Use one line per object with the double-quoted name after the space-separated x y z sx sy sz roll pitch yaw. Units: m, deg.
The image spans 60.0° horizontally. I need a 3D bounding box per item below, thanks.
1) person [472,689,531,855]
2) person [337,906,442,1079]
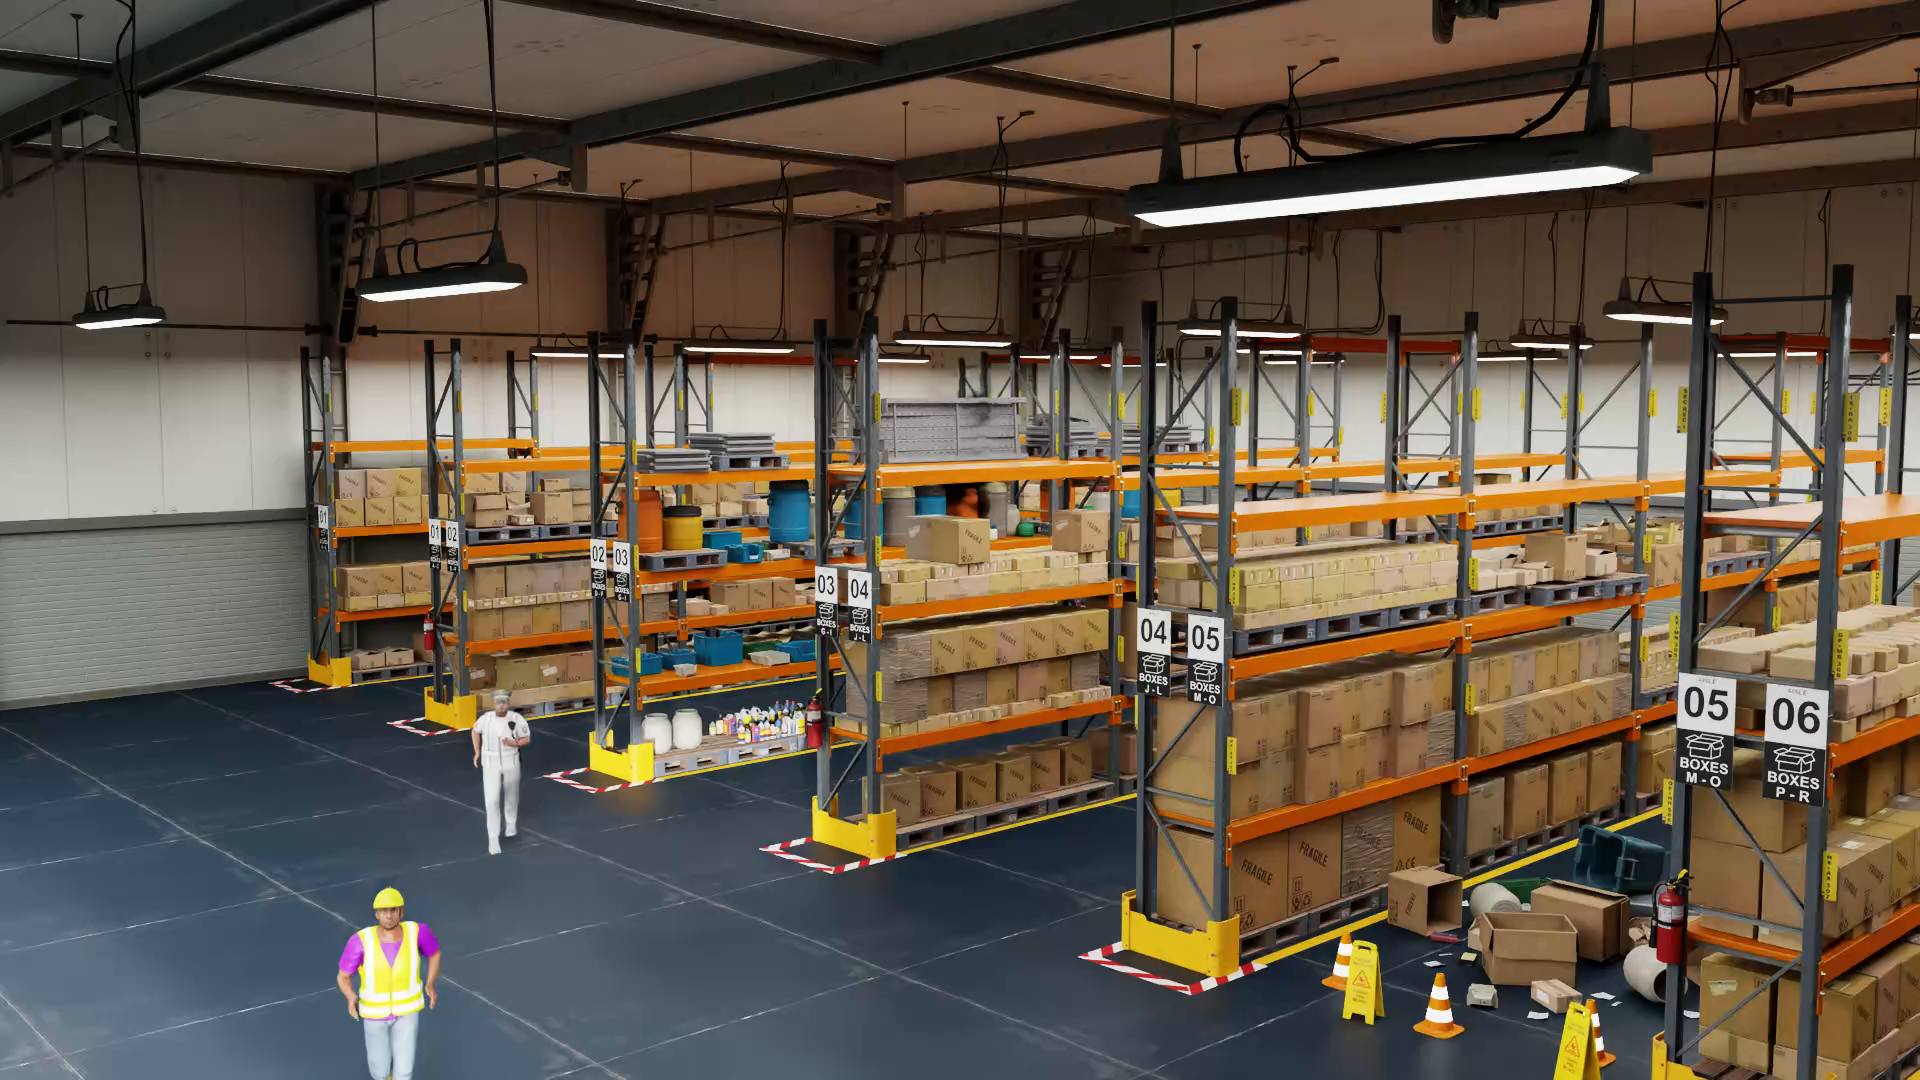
-5.237 2.605 19.024 0.641 1.840 0.818 -2 5 -17 "person"
-3.968 3.302 11.615 0.697 1.714 0.868 -2 5 -20 "person"
